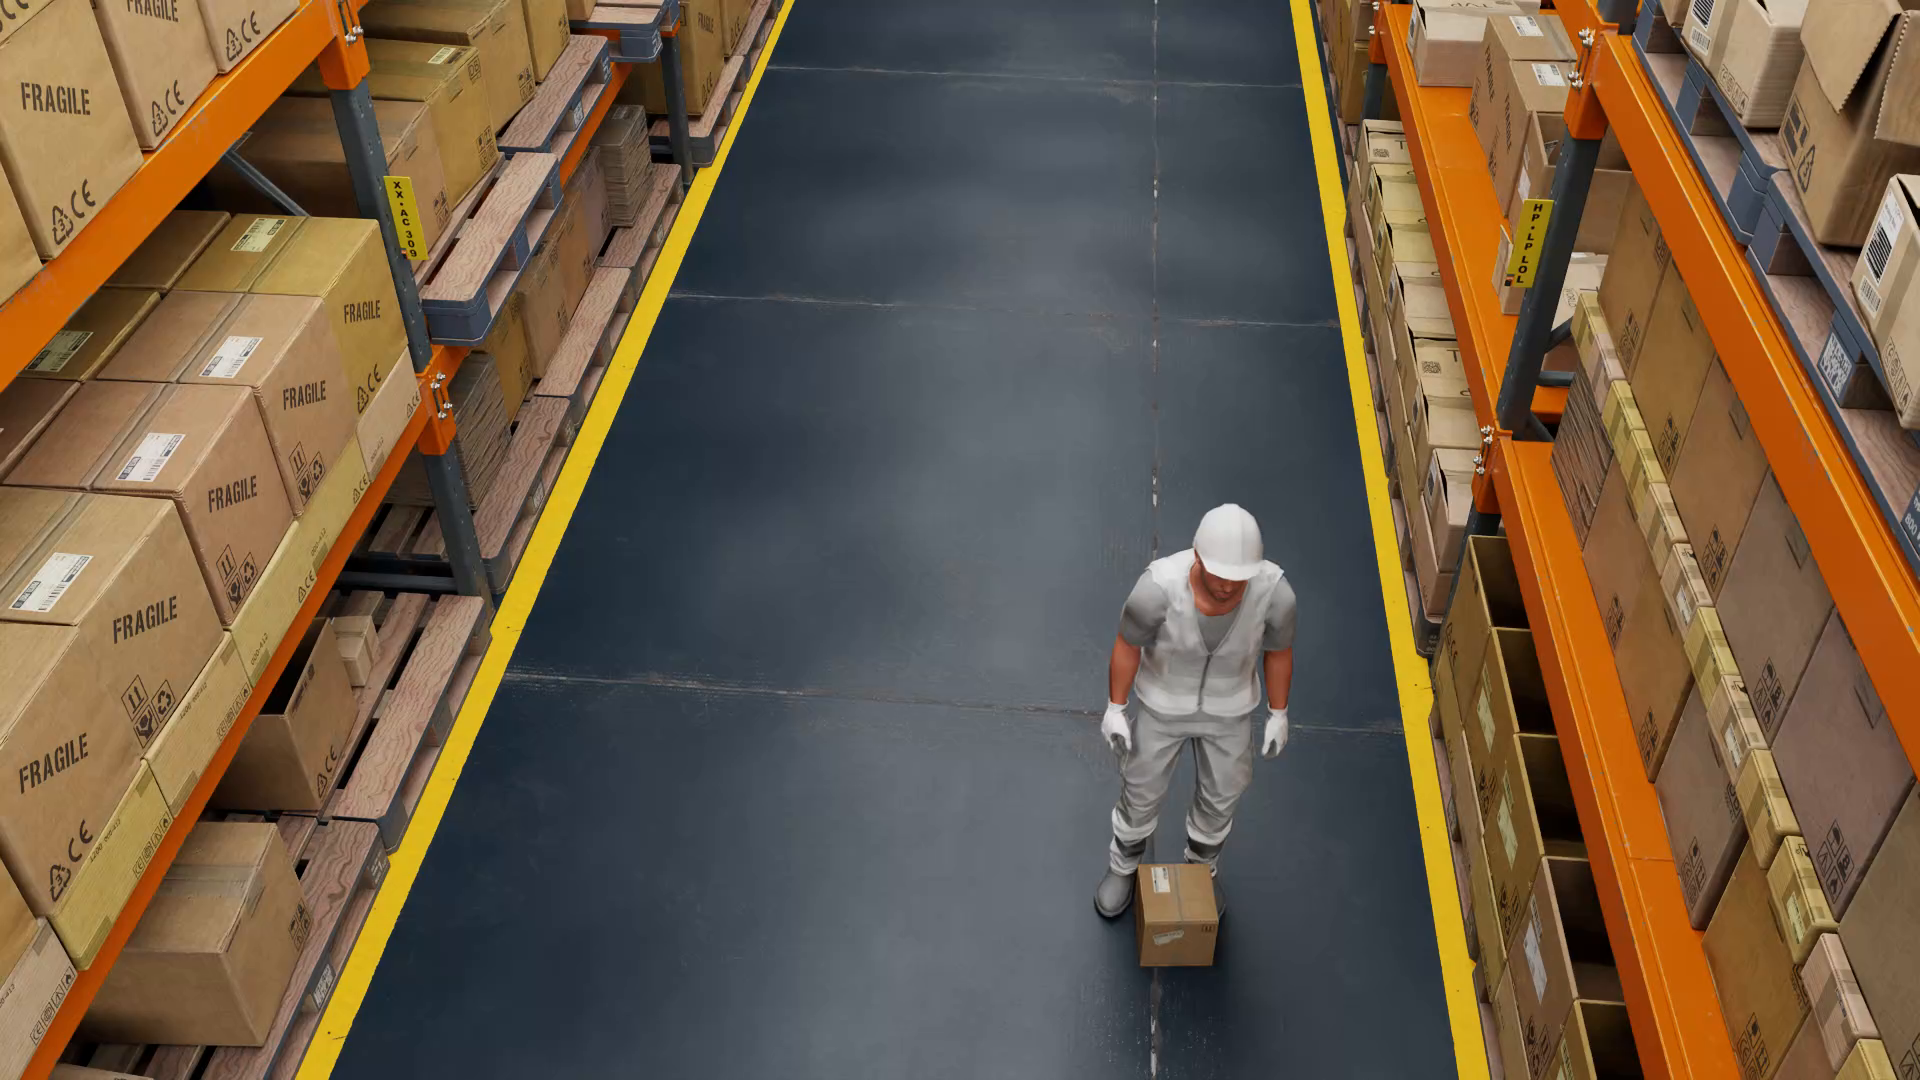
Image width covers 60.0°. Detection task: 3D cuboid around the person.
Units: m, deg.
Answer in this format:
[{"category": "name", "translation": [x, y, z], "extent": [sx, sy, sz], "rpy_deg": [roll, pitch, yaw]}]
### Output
[{"category": "person", "translation": [0.776, 0.569, 5.457], "extent": [0.623, 1.780, 0.446], "rpy_deg": [2, 40, 2]}]
